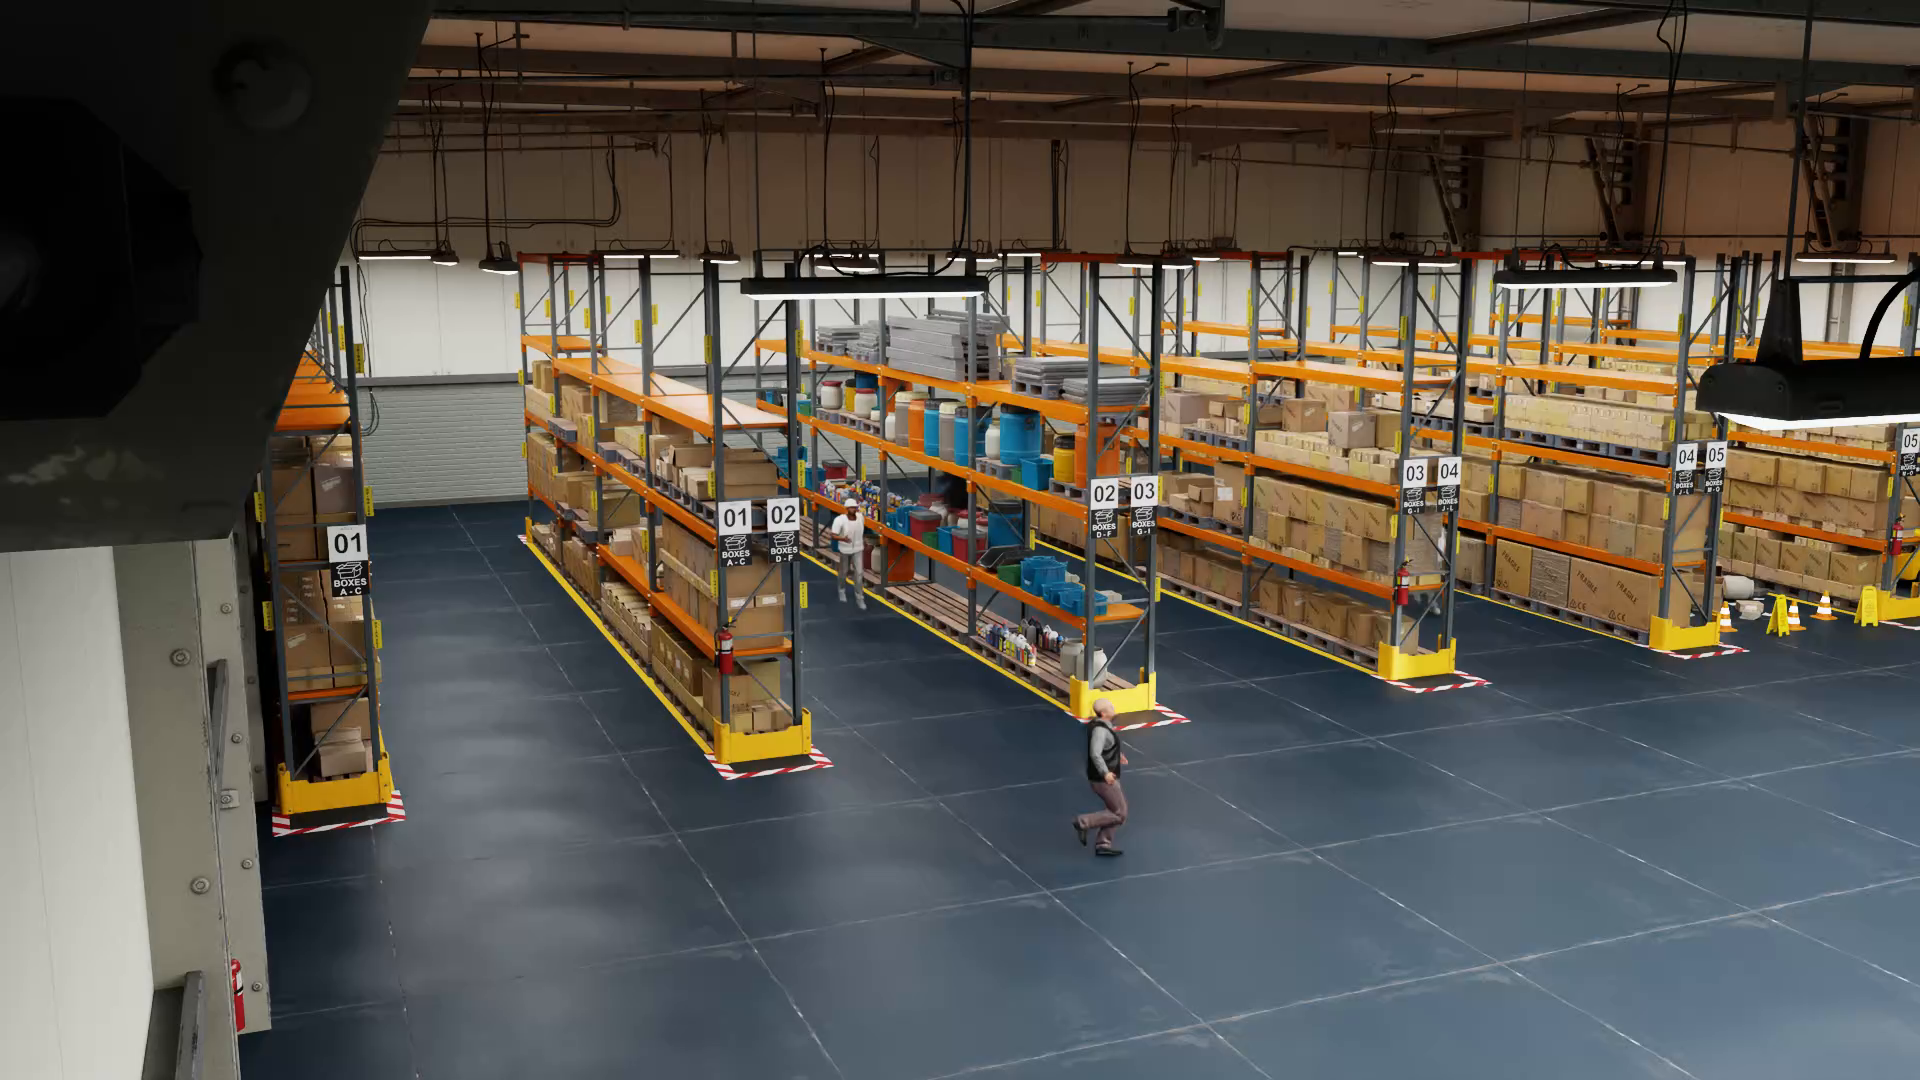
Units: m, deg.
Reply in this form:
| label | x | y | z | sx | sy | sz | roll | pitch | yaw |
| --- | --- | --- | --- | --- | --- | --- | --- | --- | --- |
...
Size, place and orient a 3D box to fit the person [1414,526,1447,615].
| label | x | y | z | sx | sy | sz | roll | pitch | yaw |
| --- | --- | --- | --- | --- | --- | --- | --- | --- | --- |
| person | 7.973 | 0.326 | 28.198 | 0.655 | 1.771 | 0.891 | -4 | 11 | -23 |

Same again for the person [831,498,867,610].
| label | x | y | z | sx | sy | sz | roll | pitch | yaw |
| --- | --- | --- | --- | --- | --- | --- | --- | --- | --- |
| person | -1.816 | 0.200 | 27.371 | 0.640 | 1.812 | 0.837 | -4 | 11 | -19 |

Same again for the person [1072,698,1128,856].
| label | x | y | z | sx | sy | sz | roll | pitch | yaw |
| --- | --- | --- | --- | --- | --- | --- | --- | --- | --- |
| person | 1.442 | 2.443 | 17.093 | 0.581 | 1.687 | 0.696 | 0 | 10 | 1 |
